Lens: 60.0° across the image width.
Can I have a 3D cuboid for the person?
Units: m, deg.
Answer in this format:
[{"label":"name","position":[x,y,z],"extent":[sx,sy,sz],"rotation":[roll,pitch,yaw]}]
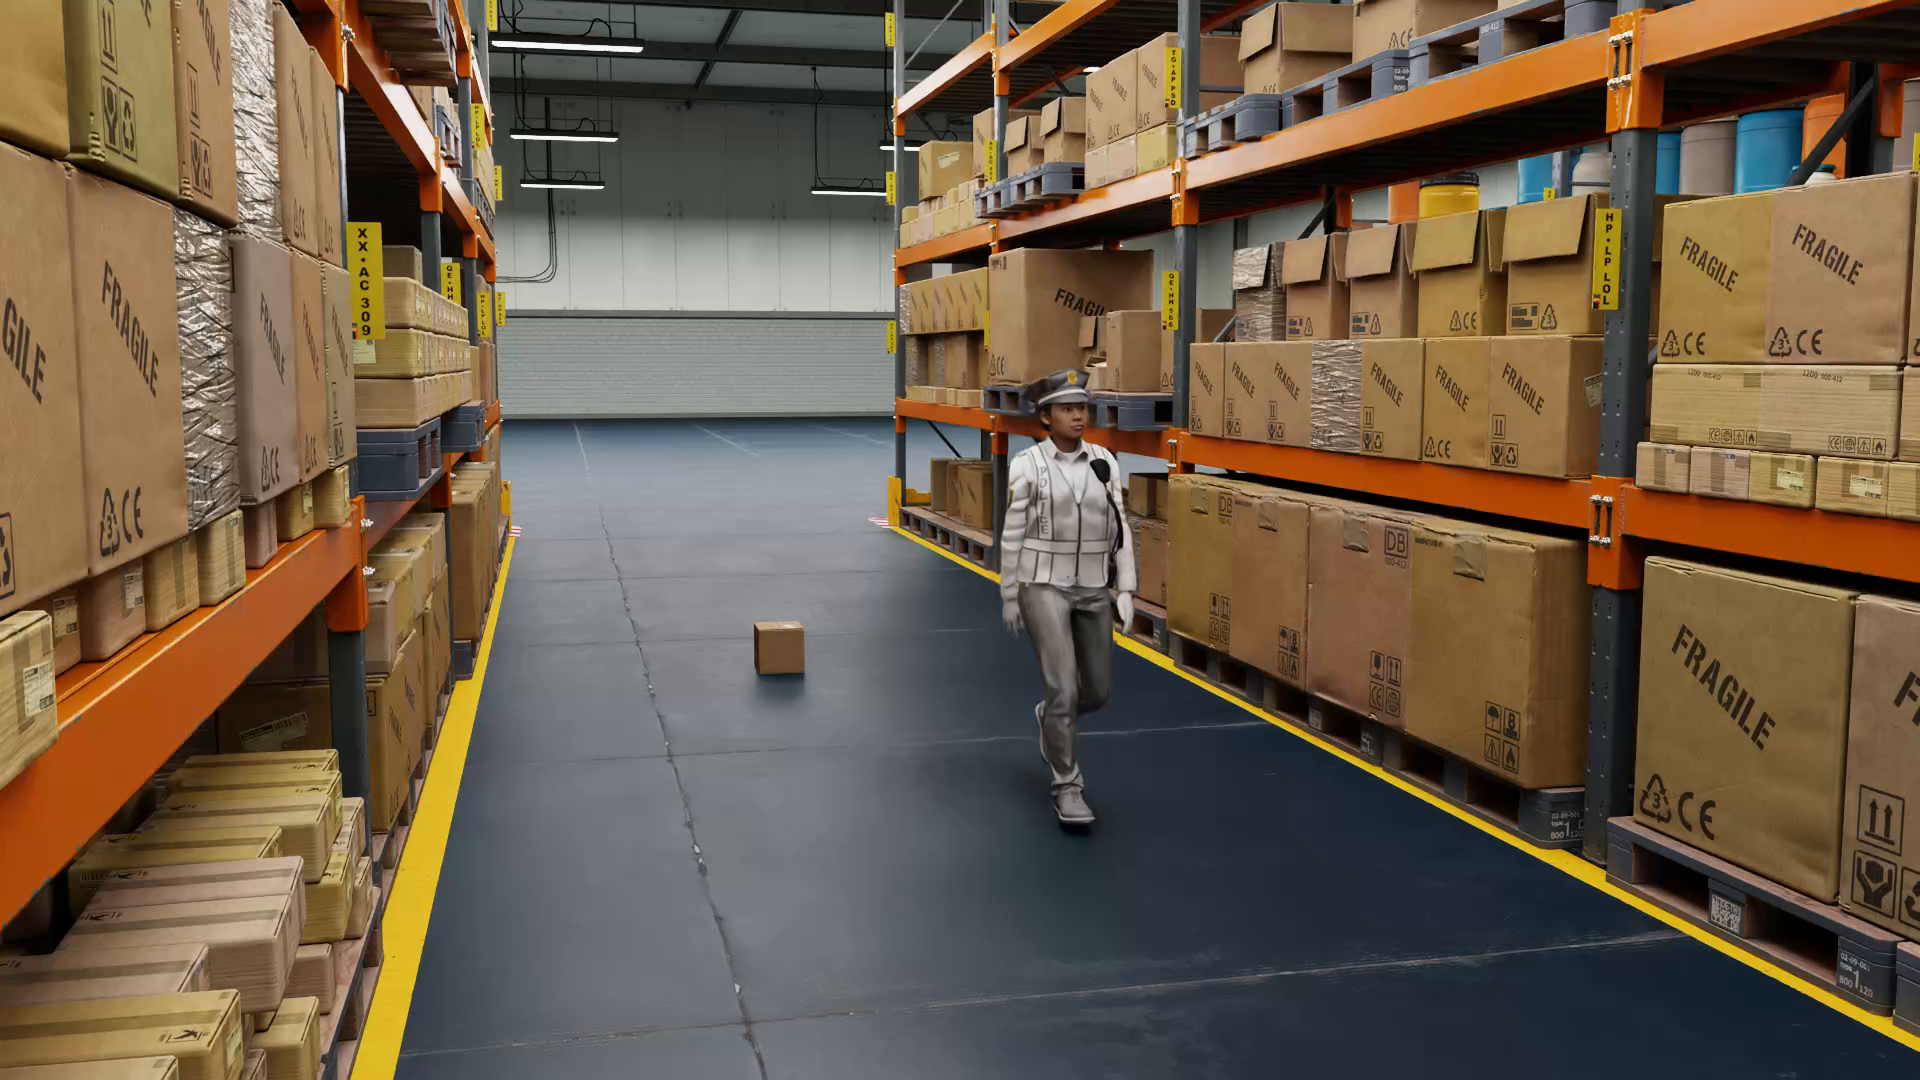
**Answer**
[{"label":"person","position":[0.394,0.177,6.311],"extent":[0.495,1.654,0.792],"rotation":[-2,7,-19]}]
